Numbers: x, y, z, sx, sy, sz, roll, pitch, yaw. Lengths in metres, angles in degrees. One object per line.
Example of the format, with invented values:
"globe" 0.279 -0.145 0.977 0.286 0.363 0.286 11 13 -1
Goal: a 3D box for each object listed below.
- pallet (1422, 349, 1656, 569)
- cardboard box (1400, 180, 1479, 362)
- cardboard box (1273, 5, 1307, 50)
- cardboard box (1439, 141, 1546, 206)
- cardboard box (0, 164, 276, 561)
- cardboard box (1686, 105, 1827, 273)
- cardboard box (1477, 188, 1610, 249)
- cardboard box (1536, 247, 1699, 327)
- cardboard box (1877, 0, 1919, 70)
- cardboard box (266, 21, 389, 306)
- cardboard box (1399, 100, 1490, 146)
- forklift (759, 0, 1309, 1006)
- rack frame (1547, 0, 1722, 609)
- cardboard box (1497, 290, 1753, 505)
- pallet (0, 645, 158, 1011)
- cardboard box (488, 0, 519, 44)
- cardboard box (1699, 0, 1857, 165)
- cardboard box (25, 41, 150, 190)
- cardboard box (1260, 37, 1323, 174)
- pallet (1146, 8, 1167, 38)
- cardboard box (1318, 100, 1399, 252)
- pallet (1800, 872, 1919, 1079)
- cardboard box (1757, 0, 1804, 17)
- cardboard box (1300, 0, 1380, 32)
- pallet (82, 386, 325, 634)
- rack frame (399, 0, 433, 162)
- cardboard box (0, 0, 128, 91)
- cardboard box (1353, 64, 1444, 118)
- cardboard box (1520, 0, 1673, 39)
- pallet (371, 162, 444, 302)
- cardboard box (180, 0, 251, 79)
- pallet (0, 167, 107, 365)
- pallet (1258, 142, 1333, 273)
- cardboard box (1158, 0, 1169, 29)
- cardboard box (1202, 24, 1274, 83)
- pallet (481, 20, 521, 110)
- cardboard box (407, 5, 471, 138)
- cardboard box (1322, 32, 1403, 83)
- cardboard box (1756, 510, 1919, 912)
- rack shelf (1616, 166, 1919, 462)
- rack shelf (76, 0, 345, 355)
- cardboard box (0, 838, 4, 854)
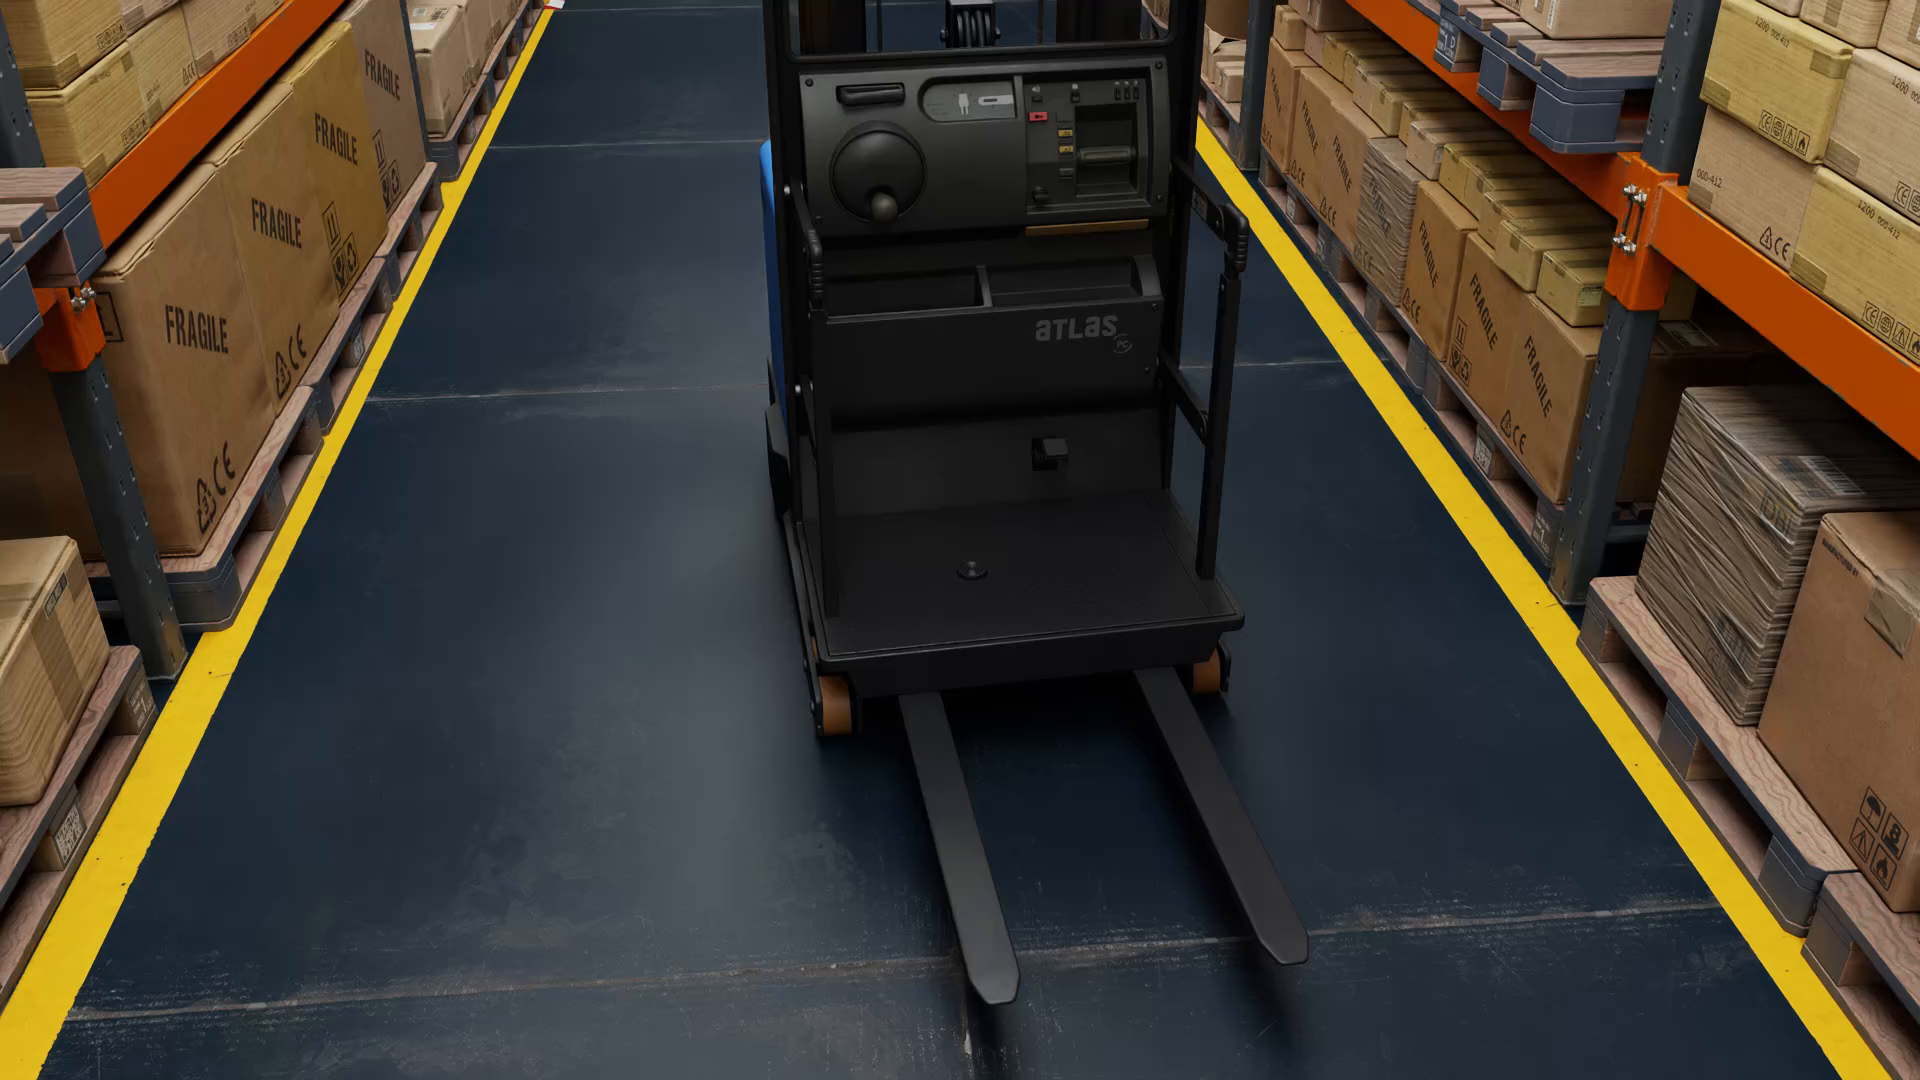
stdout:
"pallet" 2.242 -0.327 5.591 1.003 0.211 1.213 -3 31 -5
"cardboard box" 1.932 -0.977 5.988 0.500 0.500 0.500 -1 31 -2
"cardboard box" 1.669 -2.373 7.693 0.380 0.149 0.250 -1 31 -2
"cardboard box" 1.935 -1.305 5.905 0.380 0.149 0.250 -3 31 -5
"cardboard box" -2.650 -0.526 4.868 0.875 0.875 0.875 -3 31 -5
"cardboard box" 2.072 -0.838 3.874 0.500 0.250 0.500 -3 31 -4
"cardboard box" 1.938 -1.041 5.463 0.380 0.149 0.250 -4 31 -6
"cardboard box" 1.975 -0.766 5.003 0.380 0.149 0.250 -4 31 -7
"cardboard box" 2.086 -1.019 3.301 0.380 0.149 0.250 -2 31 -3
"cardboard box" -2.812 -1.438 6.394 0.875 0.875 0.875 -2 31 -3
"cardboard box" 1.907 -1.573 6.353 0.380 0.149 0.250 -3 31 -4
"forklift" 0.111 -0.944 3.973 1.130 2.935 3.031 -5 31 -9
"rack frame" 2.274 -1.141 4.235 1.000 3.000 0.127 -3 31 -5
"cardboard box" 2.020 -0.453 5.112 0.500 0.500 0.500 -2 31 -3
"pallet" -2.596 0.695 3.880 1.003 0.211 1.213 -3 31 -5
"cardboard box" -3.160 -3.267 9.883 0.875 0.438 0.875 -2 31 -3
"cardboard box" 2.047 -1.052 3.744 0.500 0.250 0.500 -3 31 -5
"cardboard box" -2.463 -1.099 4.310 0.500 0.250 0.500 -3 31 -5
"cardboard box" 1.721 -2.032 7.755 0.500 0.500 0.500 -1 31 -2
"pallet" 1.720 -2.961 10.001 1.003 0.211 1.213 -3 31 -5
"cardboard box" 1.823 -1.506 6.874 0.500 0.500 0.500 -4 31 -6
"pallet" 2.423 1.100 3.203 1.003 0.211 1.213 -3 31 -5
"cardboard box" 2.010 -1.285 3.747 0.380 0.149 0.250 -2 31 -3
"cardboard box" 1.741 -2.370 7.398 0.380 0.149 0.250 -4 31 -7
"pallet" -2.667 -0.110 5.228 1.003 0.211 1.213 -3 31 -5
"rack frame" -3.042 -2.943 7.252 1.000 3.000 0.127 -3 31 -5
"cardboard box" -2.469 -1.322 4.197 0.500 0.250 0.500 -3 31 -5
"cardboard box" 1.832 -1.836 6.794 0.380 0.149 0.250 -3 31 -5
"cardboard box" 1.830 -1.530 4.722 0.380 0.149 0.250 -2 31 -4
"pallet" -2.895 -1.356 7.314 1.003 0.211 1.213 -3 31 -5
"cardboard box" -2.572 -1.628 5.197 0.500 0.250 0.500 -2 31 -3
"pallet" -2.495 -0.460 3.282 1.213 0.211 1.003 -3 31 -5
"pallet" 2.014 -1.572 7.677 1.003 0.211 1.213 -3 31 -5
"cardboard box" 1.480 -3.302 9.882 0.500 0.500 0.500 -2 31 -4
"cardboard box" 1.522 -2.642 9.005 0.396 0.266 0.258 -2 31 -3
"pallet" -3.152 -2.762 9.669 1.003 0.211 1.213 -3 31 -5
"cardboard box" -2.993 -2.349 8.347 0.875 0.438 0.875 -3 31 -5
"cardboard box" 1.807 -2.104 7.244 0.380 0.149 0.250 -4 31 -7
"cardboard box" 2.387 0.351 3.644 0.875 0.625 0.625 -2 31 -3
"rack shelf" 2.461 0.189 2.710 1.077 0.370 4.000 -3 31 -5
"rack shelf" -2.855 -1.613 5.727 1.077 0.370 4.000 -3 31 -5
"cardboard box" -2.548 0.712 3.286 0.950 0.372 0.625 -3 31 -6
